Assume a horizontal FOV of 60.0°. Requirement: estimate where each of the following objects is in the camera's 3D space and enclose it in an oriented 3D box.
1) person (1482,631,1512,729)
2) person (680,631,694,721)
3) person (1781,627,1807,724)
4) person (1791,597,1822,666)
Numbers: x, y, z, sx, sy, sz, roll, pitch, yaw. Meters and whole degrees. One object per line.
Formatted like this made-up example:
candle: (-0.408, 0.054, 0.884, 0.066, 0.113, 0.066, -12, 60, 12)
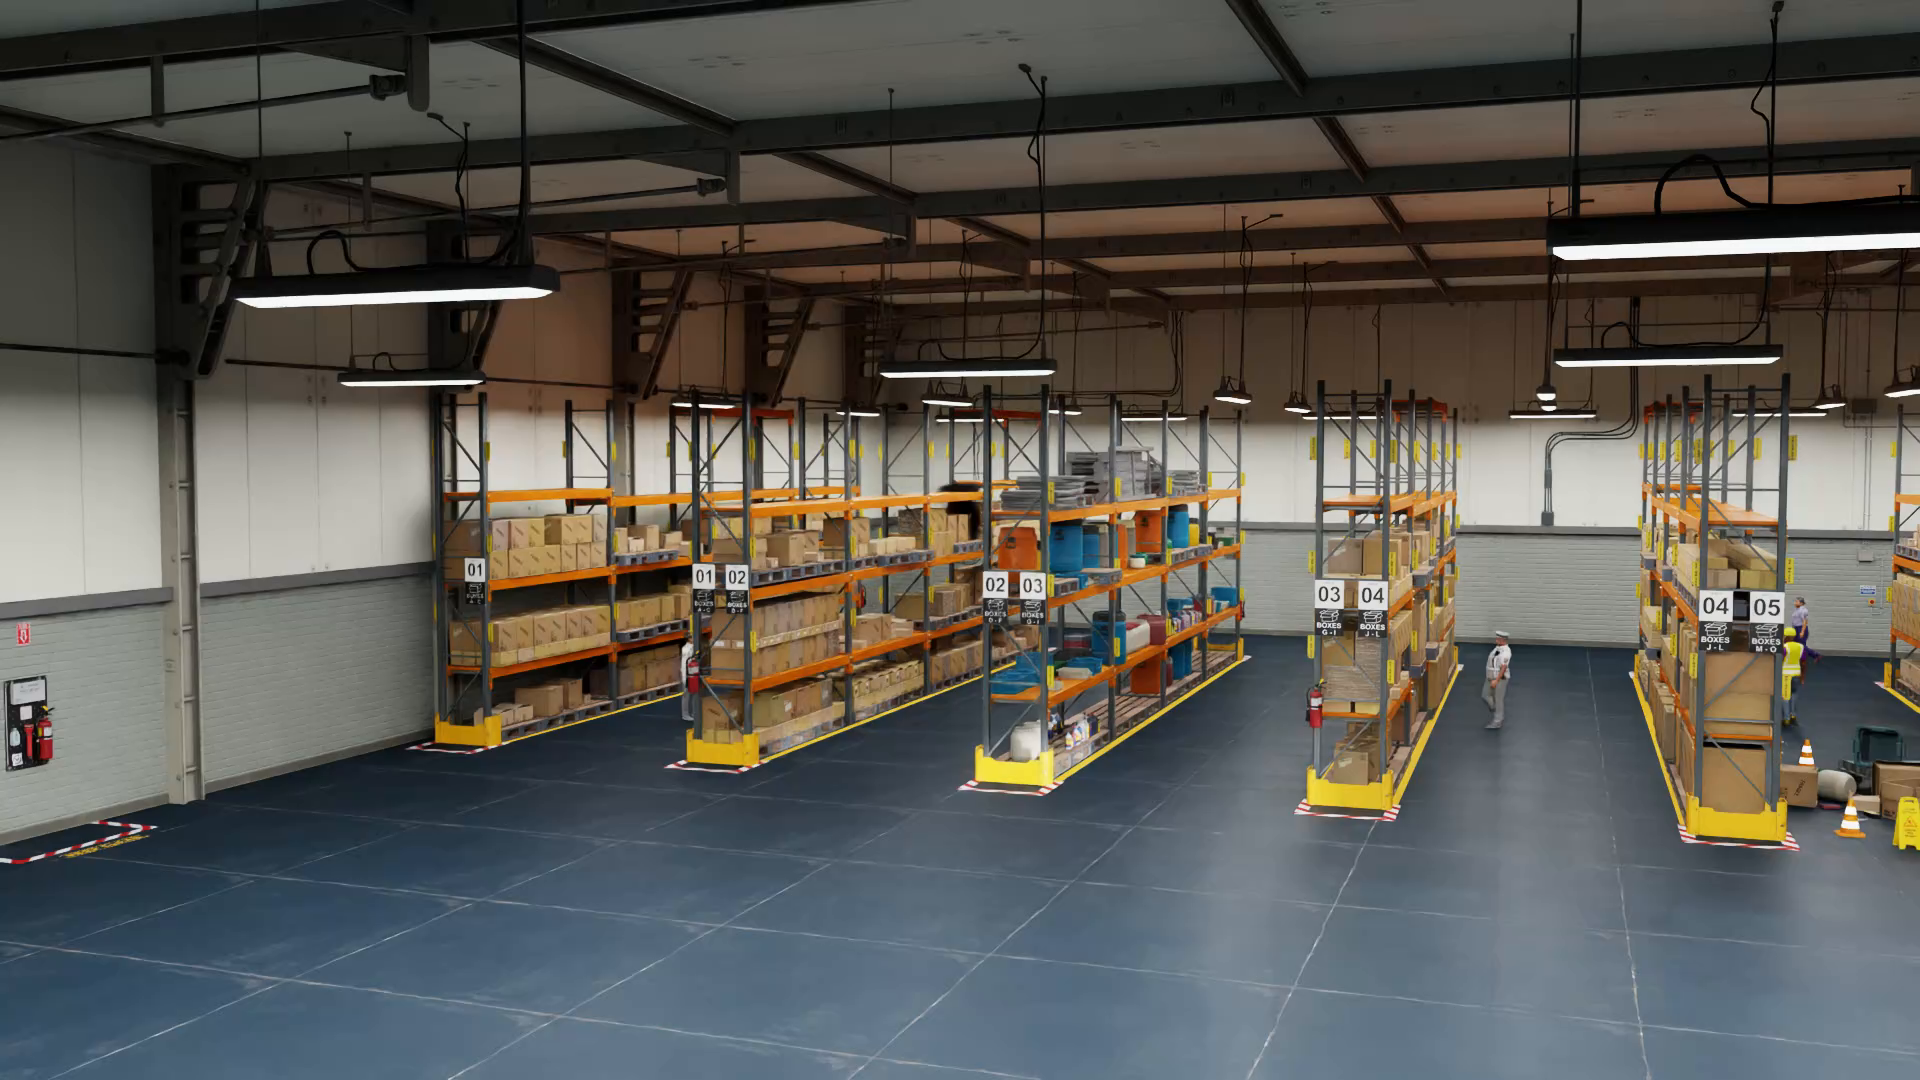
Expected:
person: (9.716, 2.540, 30.155, 0.486, 1.786, 0.615, -1, 3, -11)
person: (-5.010, 2.537, 31.017, 0.381, 1.724, 0.562, 1, 3, 17)
person: (15.173, 2.495, 30.503, 0.653, 1.795, 0.693, 1, 3, 16)
person: (19.557, 2.127, 38.609, 0.775, 1.610, 0.505, 1, 3, 13)
